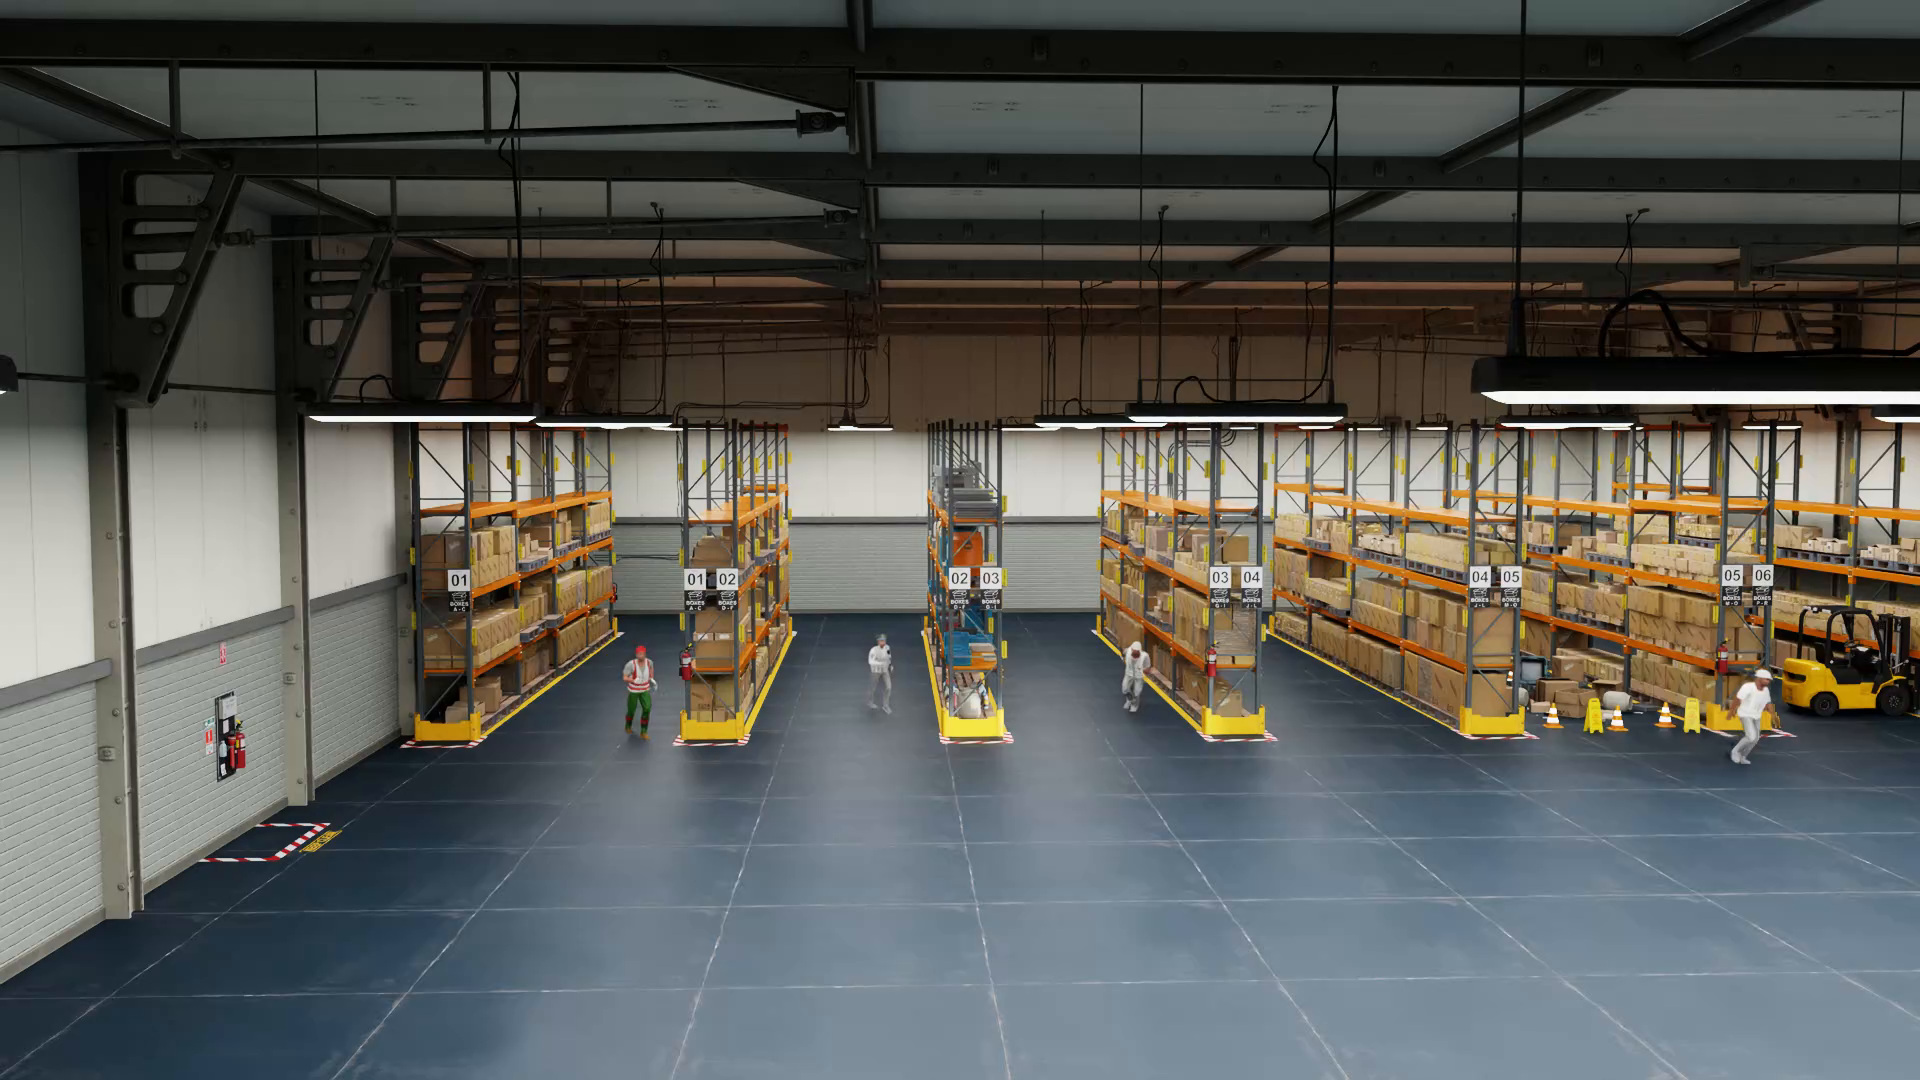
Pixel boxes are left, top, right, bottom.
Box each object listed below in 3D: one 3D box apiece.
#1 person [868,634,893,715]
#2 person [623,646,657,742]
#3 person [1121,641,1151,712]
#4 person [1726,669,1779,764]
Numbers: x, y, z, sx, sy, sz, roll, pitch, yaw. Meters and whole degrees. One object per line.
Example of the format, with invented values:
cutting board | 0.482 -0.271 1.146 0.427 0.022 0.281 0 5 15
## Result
person | -1.641 2.727 34.103 0.606 1.660 0.939 -2 4 -24
person | -6.022 2.851 31.210 0.701 1.778 0.944 -2 4 -27
person | 3.546 2.781 33.798 0.720 1.520 1.022 1 4 16
person | 13.622 3.039 28.580 0.671 1.683 0.667 -1 4 -21
